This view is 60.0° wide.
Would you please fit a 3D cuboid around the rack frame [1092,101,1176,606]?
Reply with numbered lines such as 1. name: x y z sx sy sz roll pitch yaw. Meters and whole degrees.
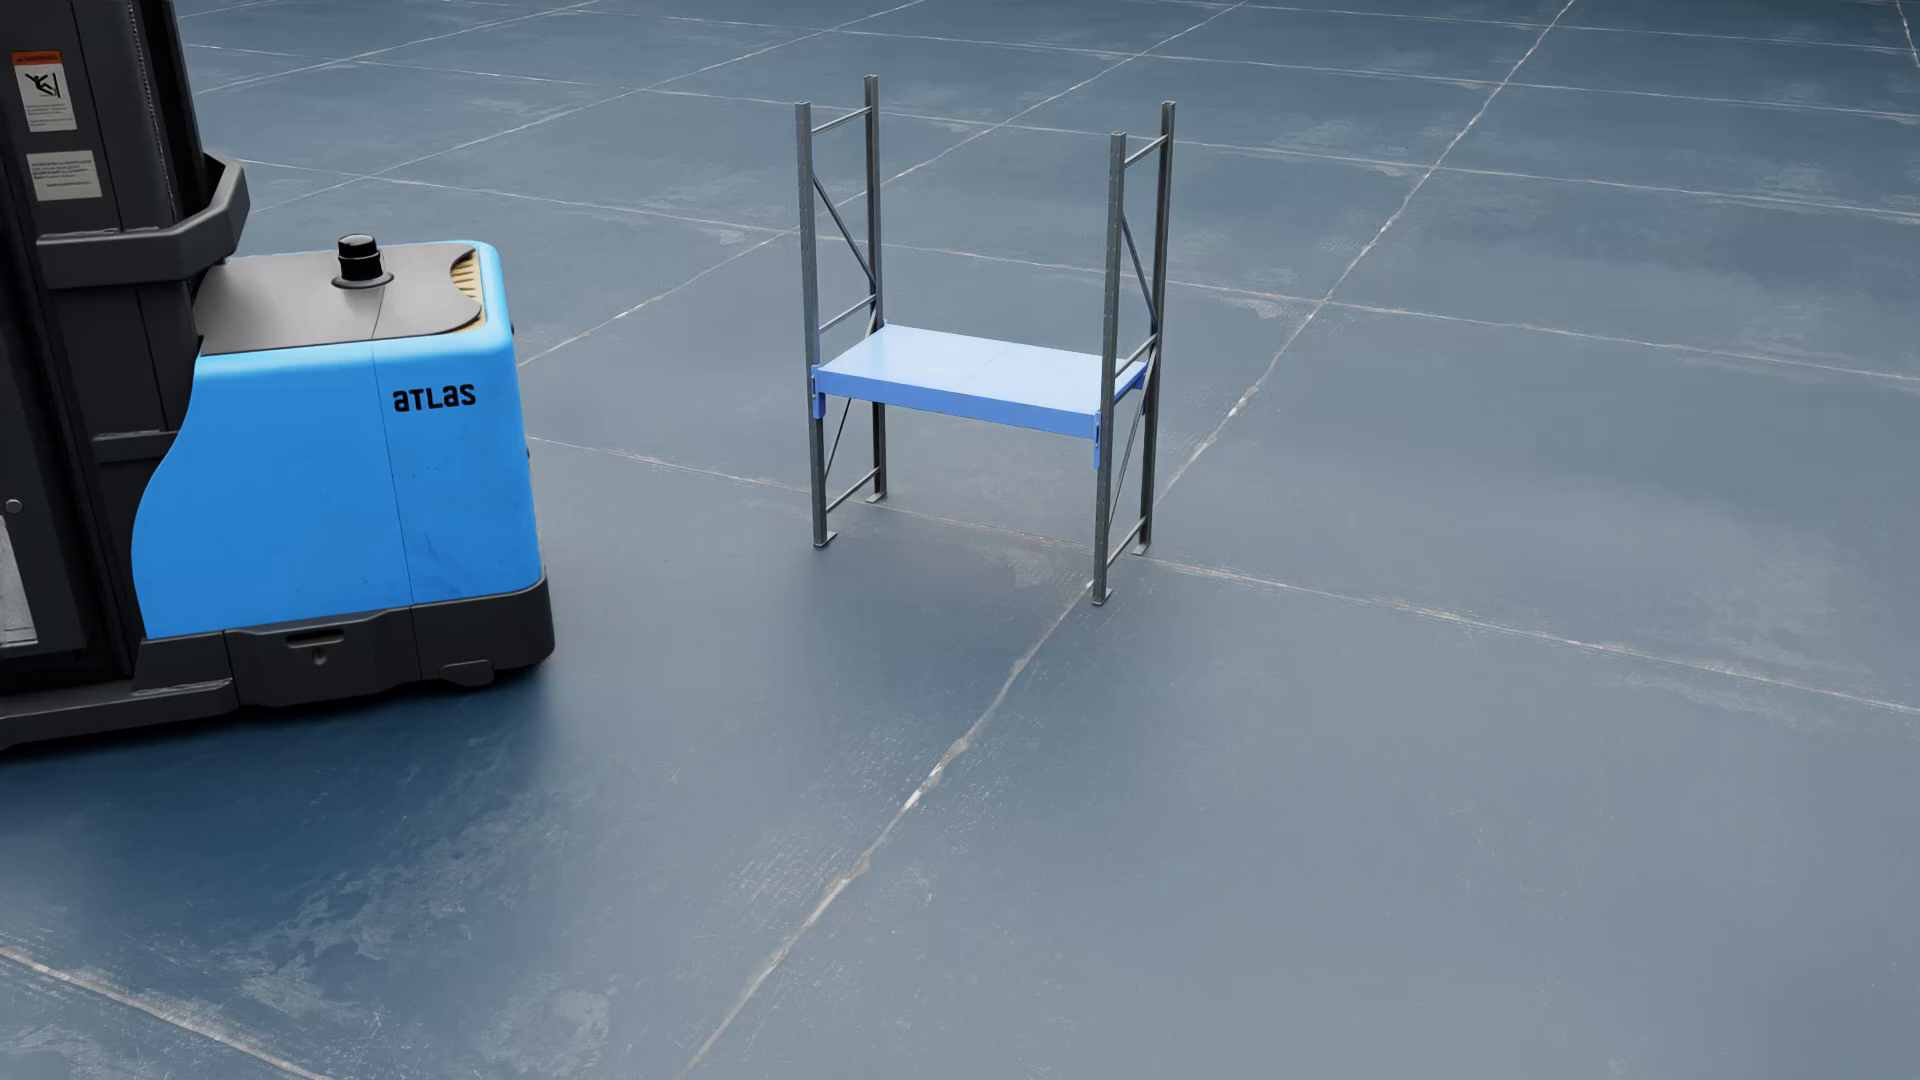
1. rack frame: 0.540 -0.564 5.198 0.032 1.500 0.500 11 28 22

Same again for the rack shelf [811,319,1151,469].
1. rack shelf: 0.078 -0.496 5.467 1.000 0.185 0.538 11 28 22

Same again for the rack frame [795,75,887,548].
1. rack frame: -0.385 -0.750 5.576 0.032 1.500 0.500 11 28 22

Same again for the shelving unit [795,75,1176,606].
1. shelving unit: 0.078 -0.657 5.387 1.048 1.500 0.538 11 28 22

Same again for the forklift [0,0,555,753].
1. forklift: -2.778 -0.926 4.313 3.031 2.935 1.130 -7 27 -15
